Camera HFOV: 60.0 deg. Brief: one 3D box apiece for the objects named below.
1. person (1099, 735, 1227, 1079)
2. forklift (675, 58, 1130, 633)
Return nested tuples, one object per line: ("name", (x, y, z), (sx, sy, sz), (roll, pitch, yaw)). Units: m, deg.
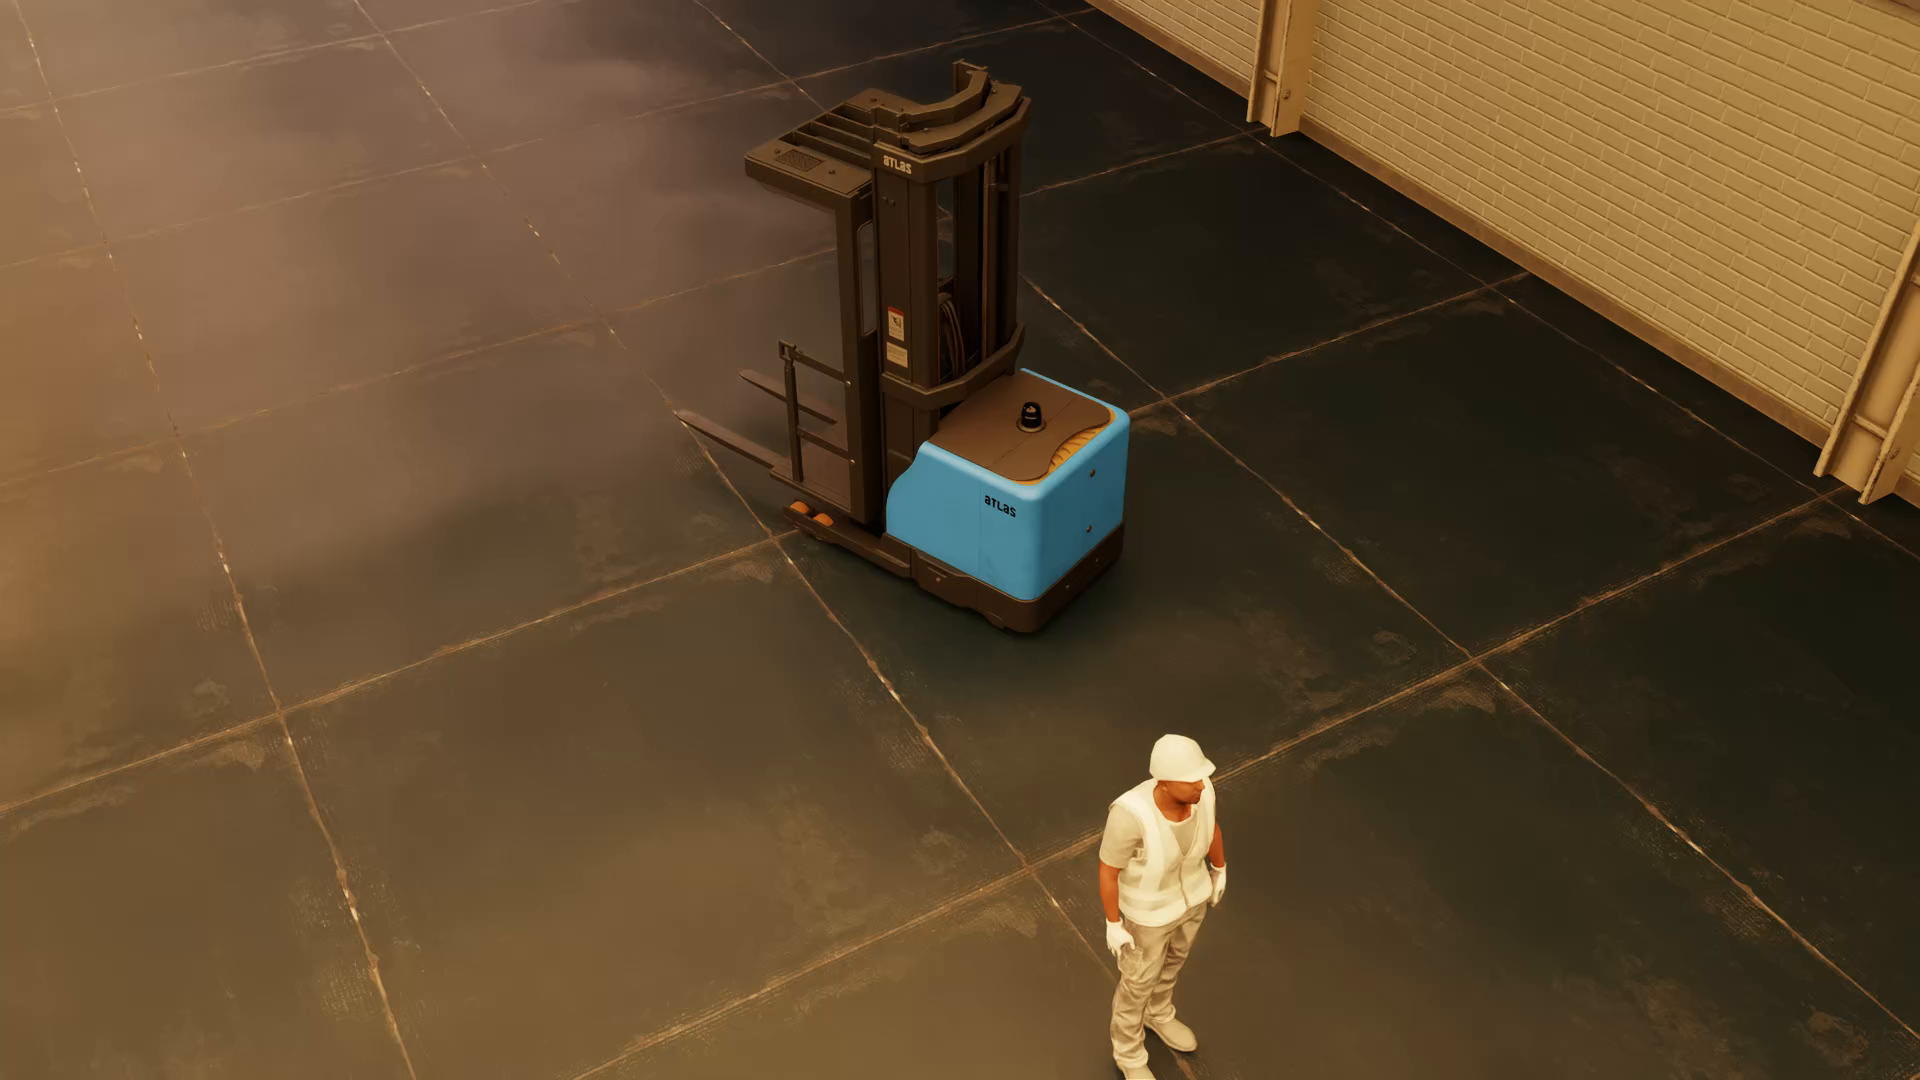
("person", (0.907, 1.567, 7.036), (0.655, 1.783, 0.574), (-25, 46, -27))
("forklift", (-0.481, -1.366, 9.683), (3.031, 2.935, 1.130), (26, 46, 28))
